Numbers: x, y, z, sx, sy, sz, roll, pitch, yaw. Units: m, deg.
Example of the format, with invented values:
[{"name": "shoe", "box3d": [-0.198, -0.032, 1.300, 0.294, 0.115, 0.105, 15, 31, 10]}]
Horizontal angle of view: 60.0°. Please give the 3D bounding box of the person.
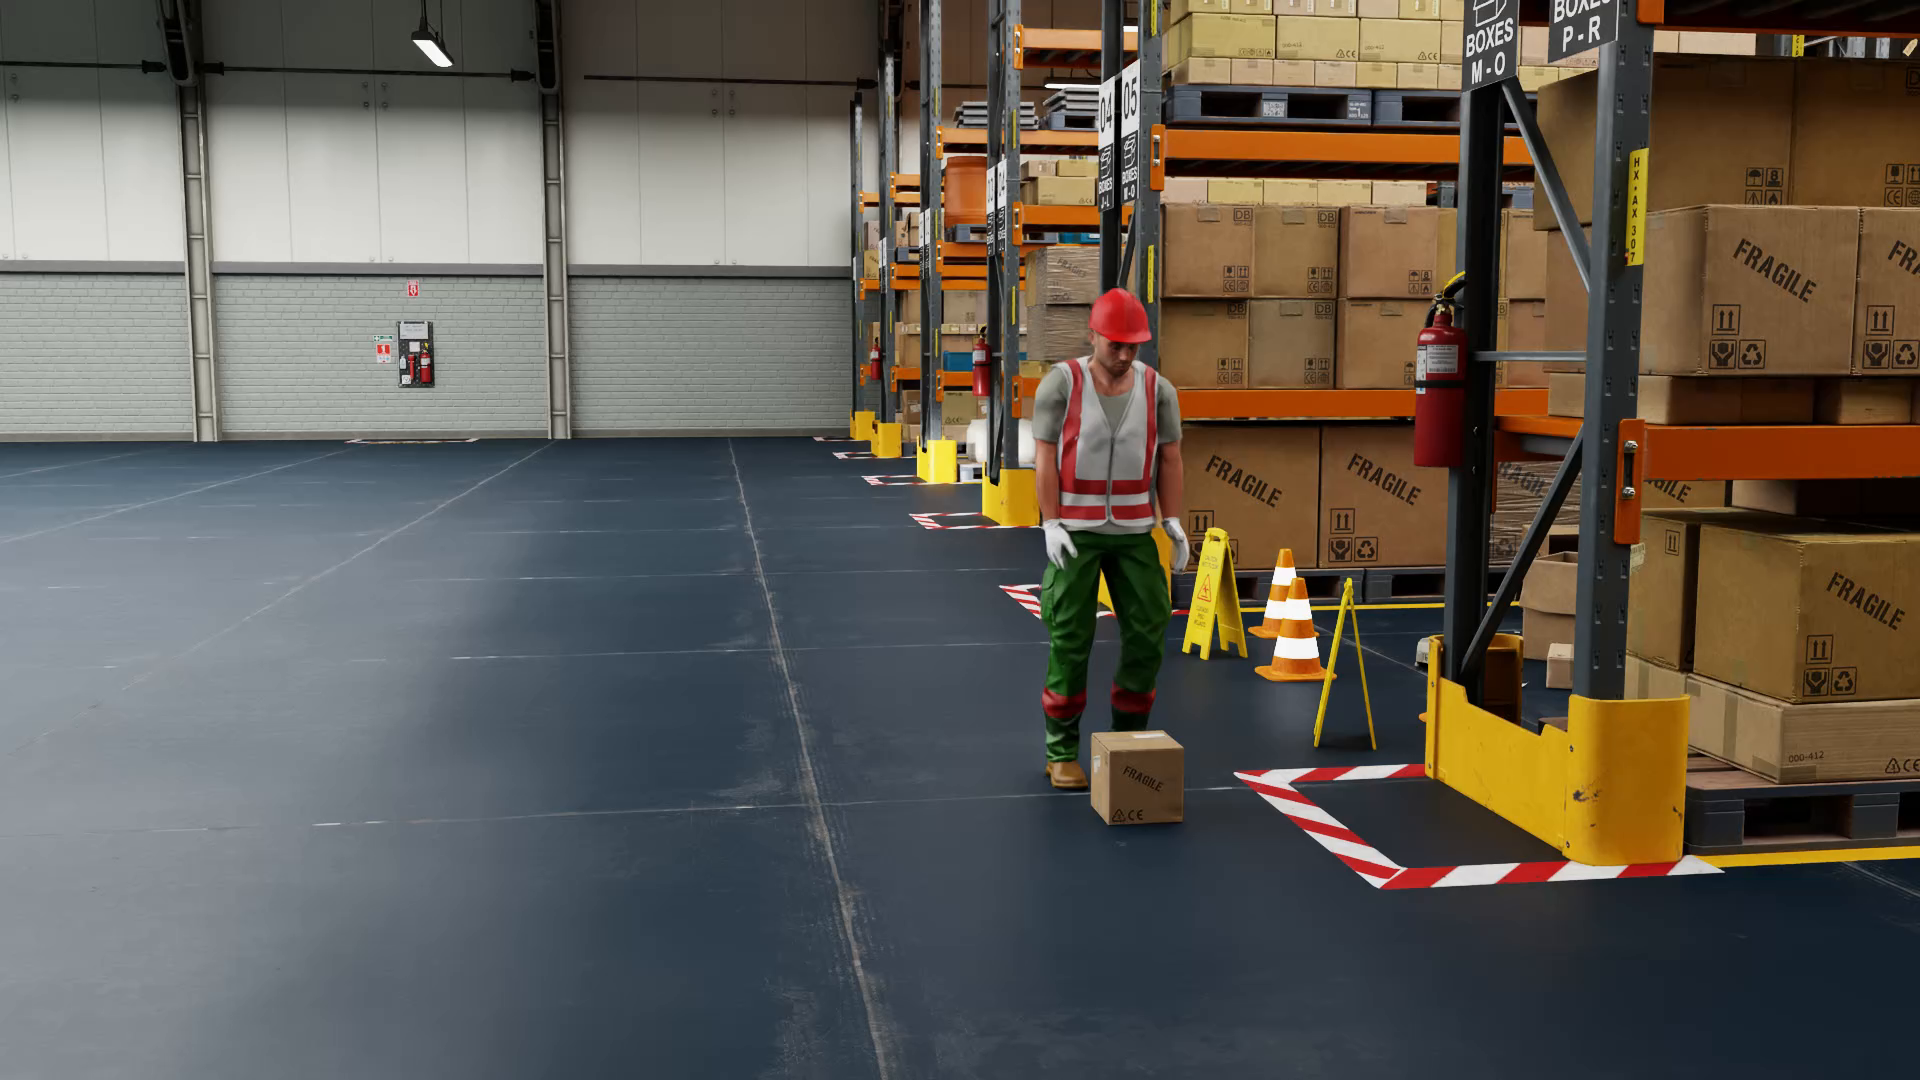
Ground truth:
[{"name": "person", "box3d": [0.530, -0.005, 5.861, 0.541, 1.744, 0.443, -1, 7, -10]}]
